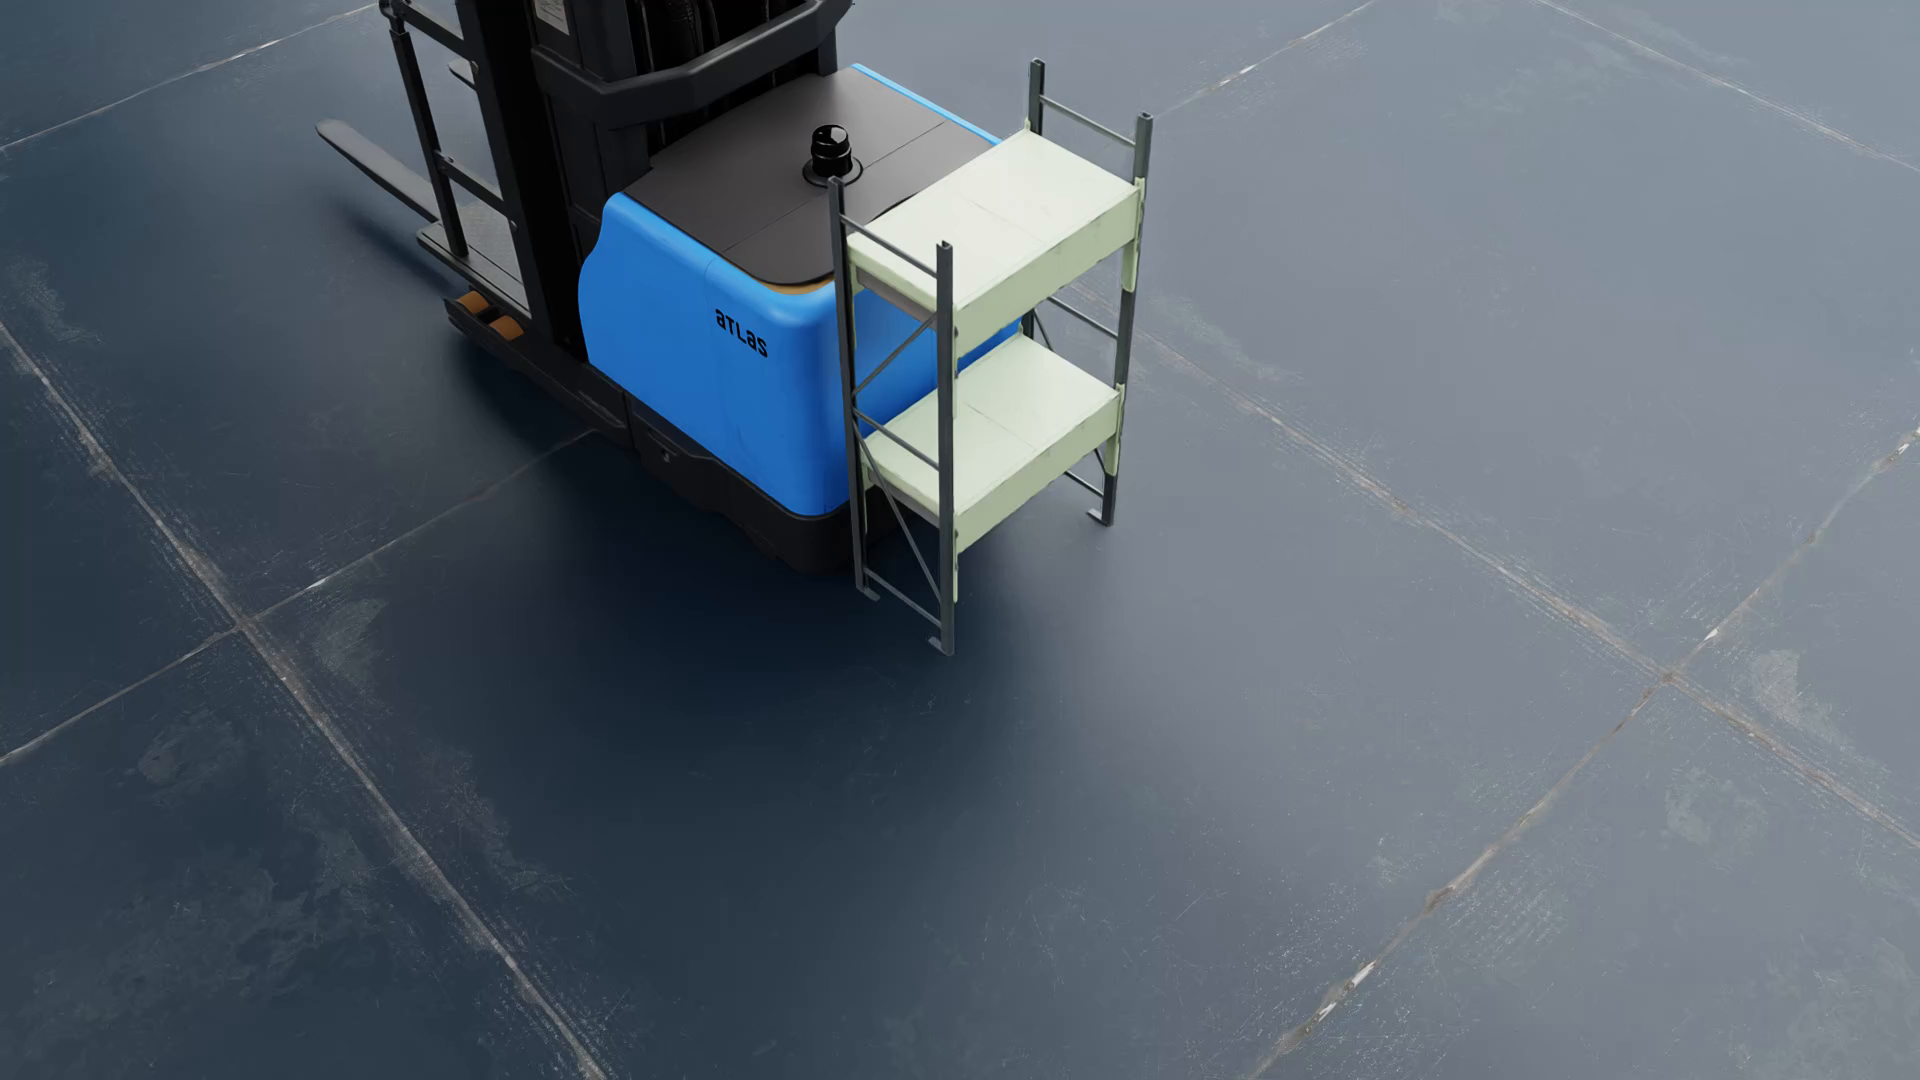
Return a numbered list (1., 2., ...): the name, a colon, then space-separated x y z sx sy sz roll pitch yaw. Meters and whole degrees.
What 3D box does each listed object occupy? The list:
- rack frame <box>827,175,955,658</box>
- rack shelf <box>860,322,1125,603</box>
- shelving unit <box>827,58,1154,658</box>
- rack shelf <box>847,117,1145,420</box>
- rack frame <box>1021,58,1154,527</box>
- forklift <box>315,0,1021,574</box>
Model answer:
1. rack frame: -0.168 -0.266 4.475 0.400 1.500 0.023 35 56 28
2. rack shelf: 0.084 -0.240 4.895 0.431 0.370 0.720 35 56 28
3. shelving unit: 0.084 -0.461 4.655 0.431 1.500 0.755 35 56 28
4. rack shelf: 0.084 -0.726 4.368 0.431 0.370 0.720 35 56 28
5. rack frame: 0.337 -0.656 4.835 0.400 1.500 0.023 35 56 28
6. forklift: -1.169 -1.856 4.968 3.031 2.935 1.130 35 56 28
